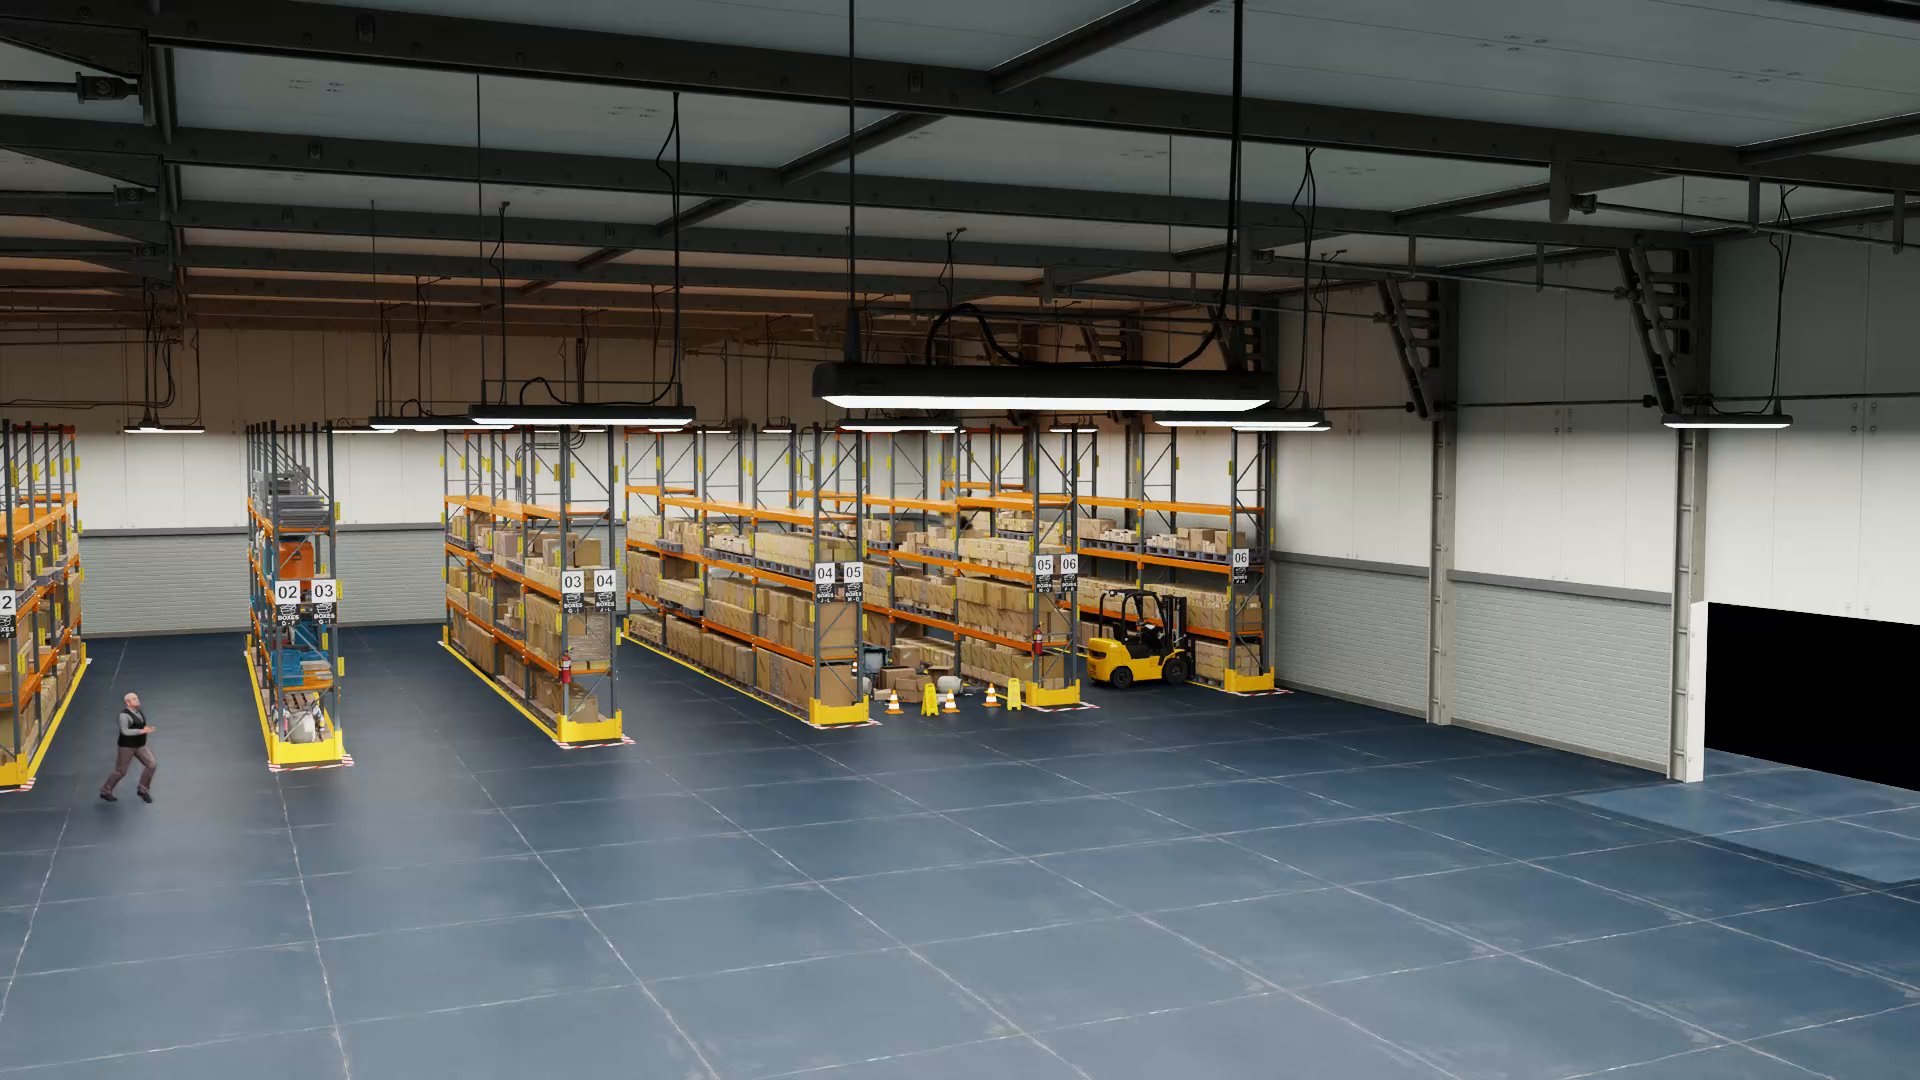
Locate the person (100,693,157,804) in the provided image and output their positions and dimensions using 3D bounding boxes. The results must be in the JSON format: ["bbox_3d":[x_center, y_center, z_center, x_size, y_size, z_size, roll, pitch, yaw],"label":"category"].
[{"bbox_3d":[-12.894,3.250,25.861,0.887,1.760,0.662,0,4,7],"label":"person"}]

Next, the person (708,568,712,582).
[{"bbox_3d":[-7.582,1.699,50.062,0.658,1.682,0.684,-1,4,-18],"label":"person"}]
